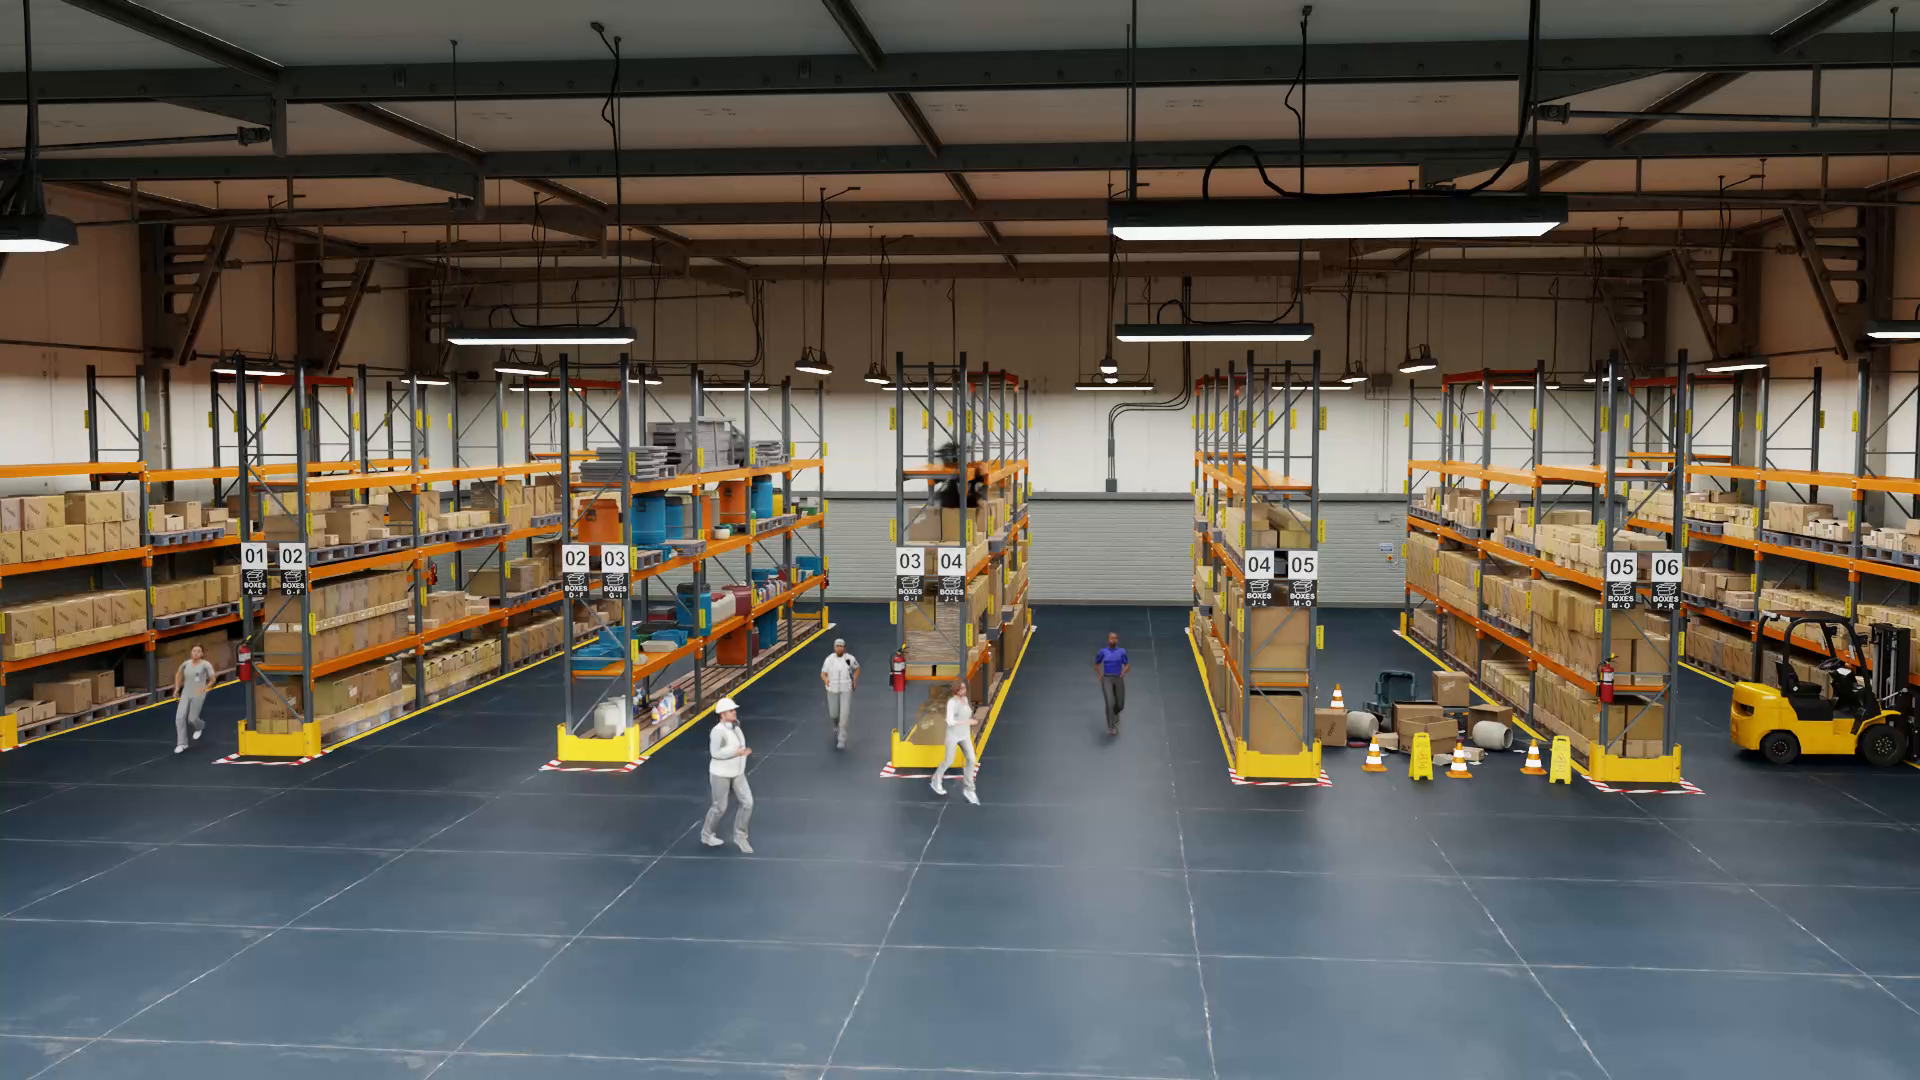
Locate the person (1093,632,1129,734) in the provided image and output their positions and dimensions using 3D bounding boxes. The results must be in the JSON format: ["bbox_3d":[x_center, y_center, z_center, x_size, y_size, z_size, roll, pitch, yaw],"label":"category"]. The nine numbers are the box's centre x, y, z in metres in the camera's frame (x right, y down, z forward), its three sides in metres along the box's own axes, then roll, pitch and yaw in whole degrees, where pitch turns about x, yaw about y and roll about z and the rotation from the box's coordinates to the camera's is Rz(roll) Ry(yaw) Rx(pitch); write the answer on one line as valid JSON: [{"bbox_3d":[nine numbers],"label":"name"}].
[{"bbox_3d":[2.450,2.288,26.872,0.581,1.608,0.700,0,4,-2],"label":"person"}]

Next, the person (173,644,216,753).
[{"bbox_3d":[-11.717,2.394,25.505,0.605,1.642,0.736,0,4,-3],"label":"person"}]

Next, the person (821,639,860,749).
[{"bbox_3d":[-1.856,2.358,25.838,0.607,1.667,0.841,0,4,0],"label":"person"}]

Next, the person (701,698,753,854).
[{"bbox_3d":[-2.693,2.746,19.356,0.729,1.825,0.649,2,5,29],"label":"person"}]

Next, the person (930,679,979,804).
[{"bbox_3d":[-0.071,2.637,21.939,0.795,1.629,0.473,4,6,44],"label":"person"}]
